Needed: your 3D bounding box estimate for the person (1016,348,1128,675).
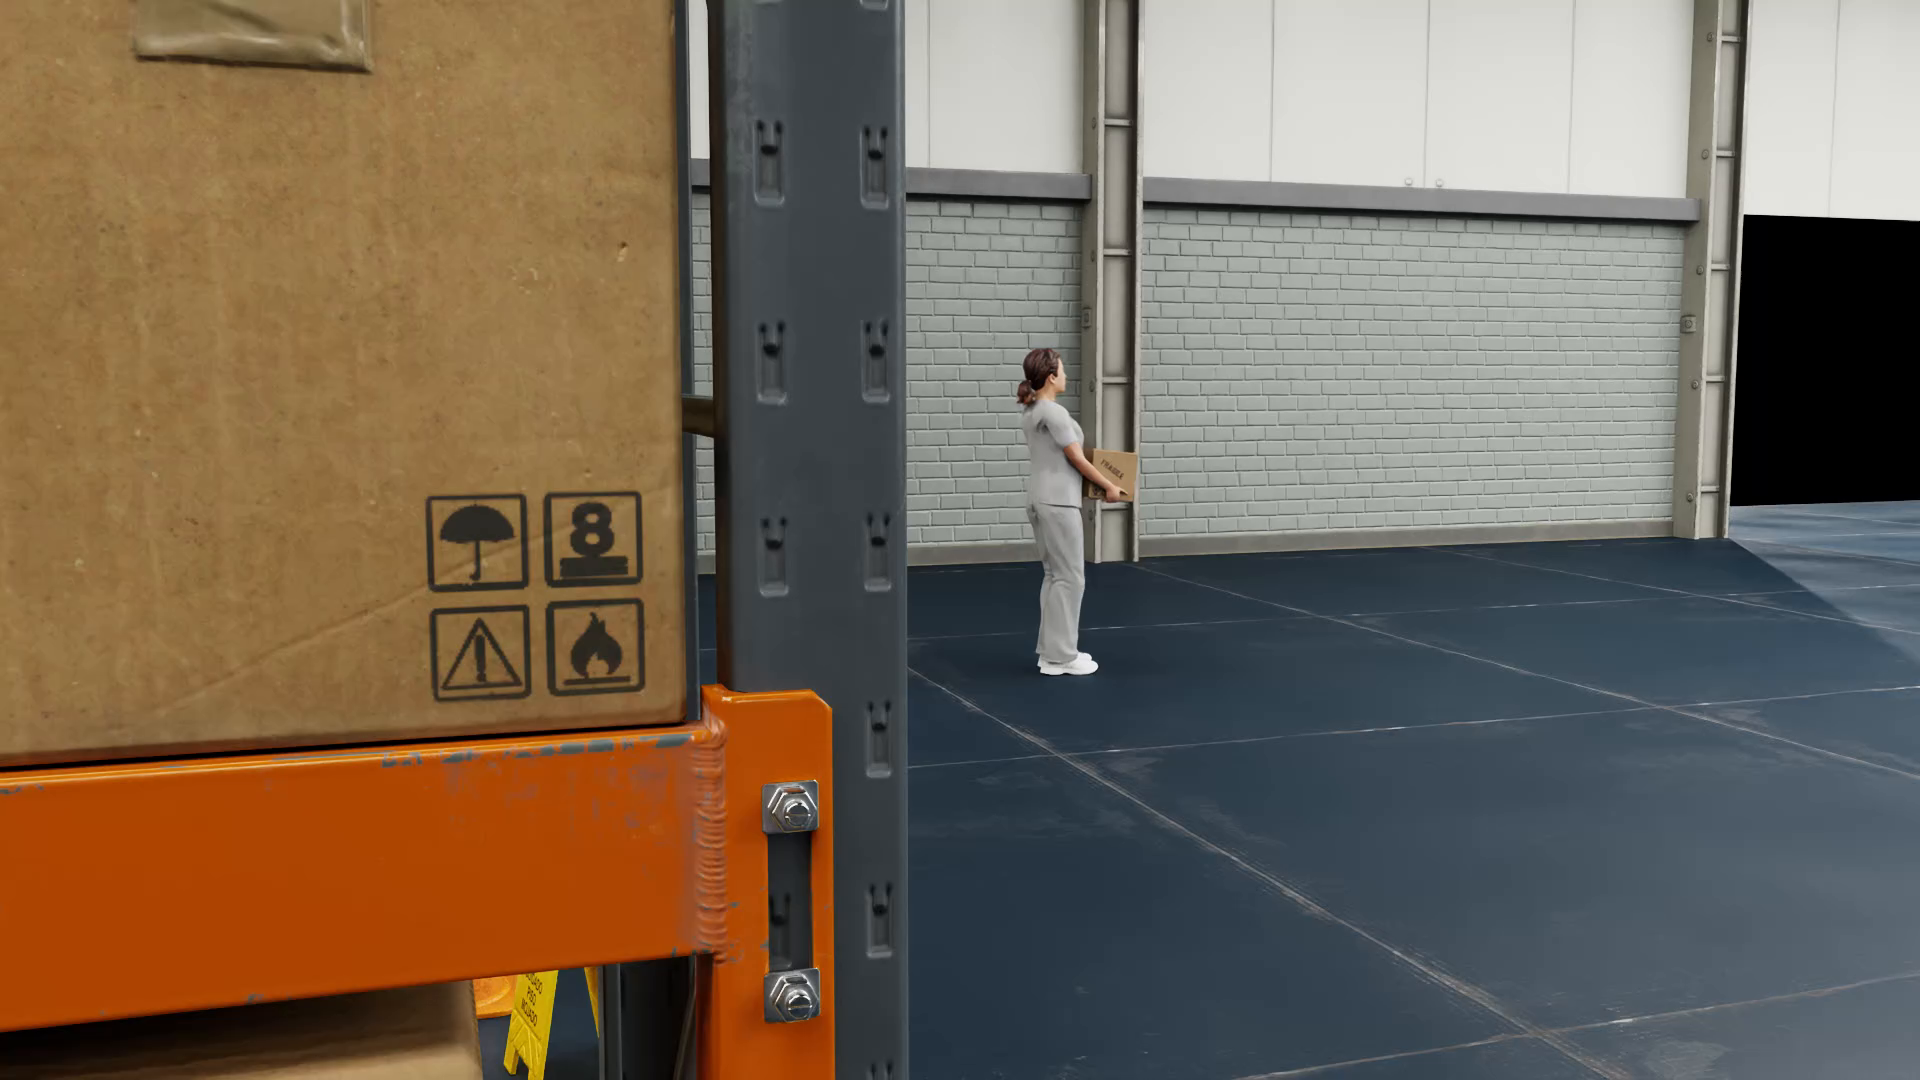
[{"bbox_3d":[0.554,-0.151,8.572,0.560,1.663,0.436,-2,6,-18],"label":"person"}]
